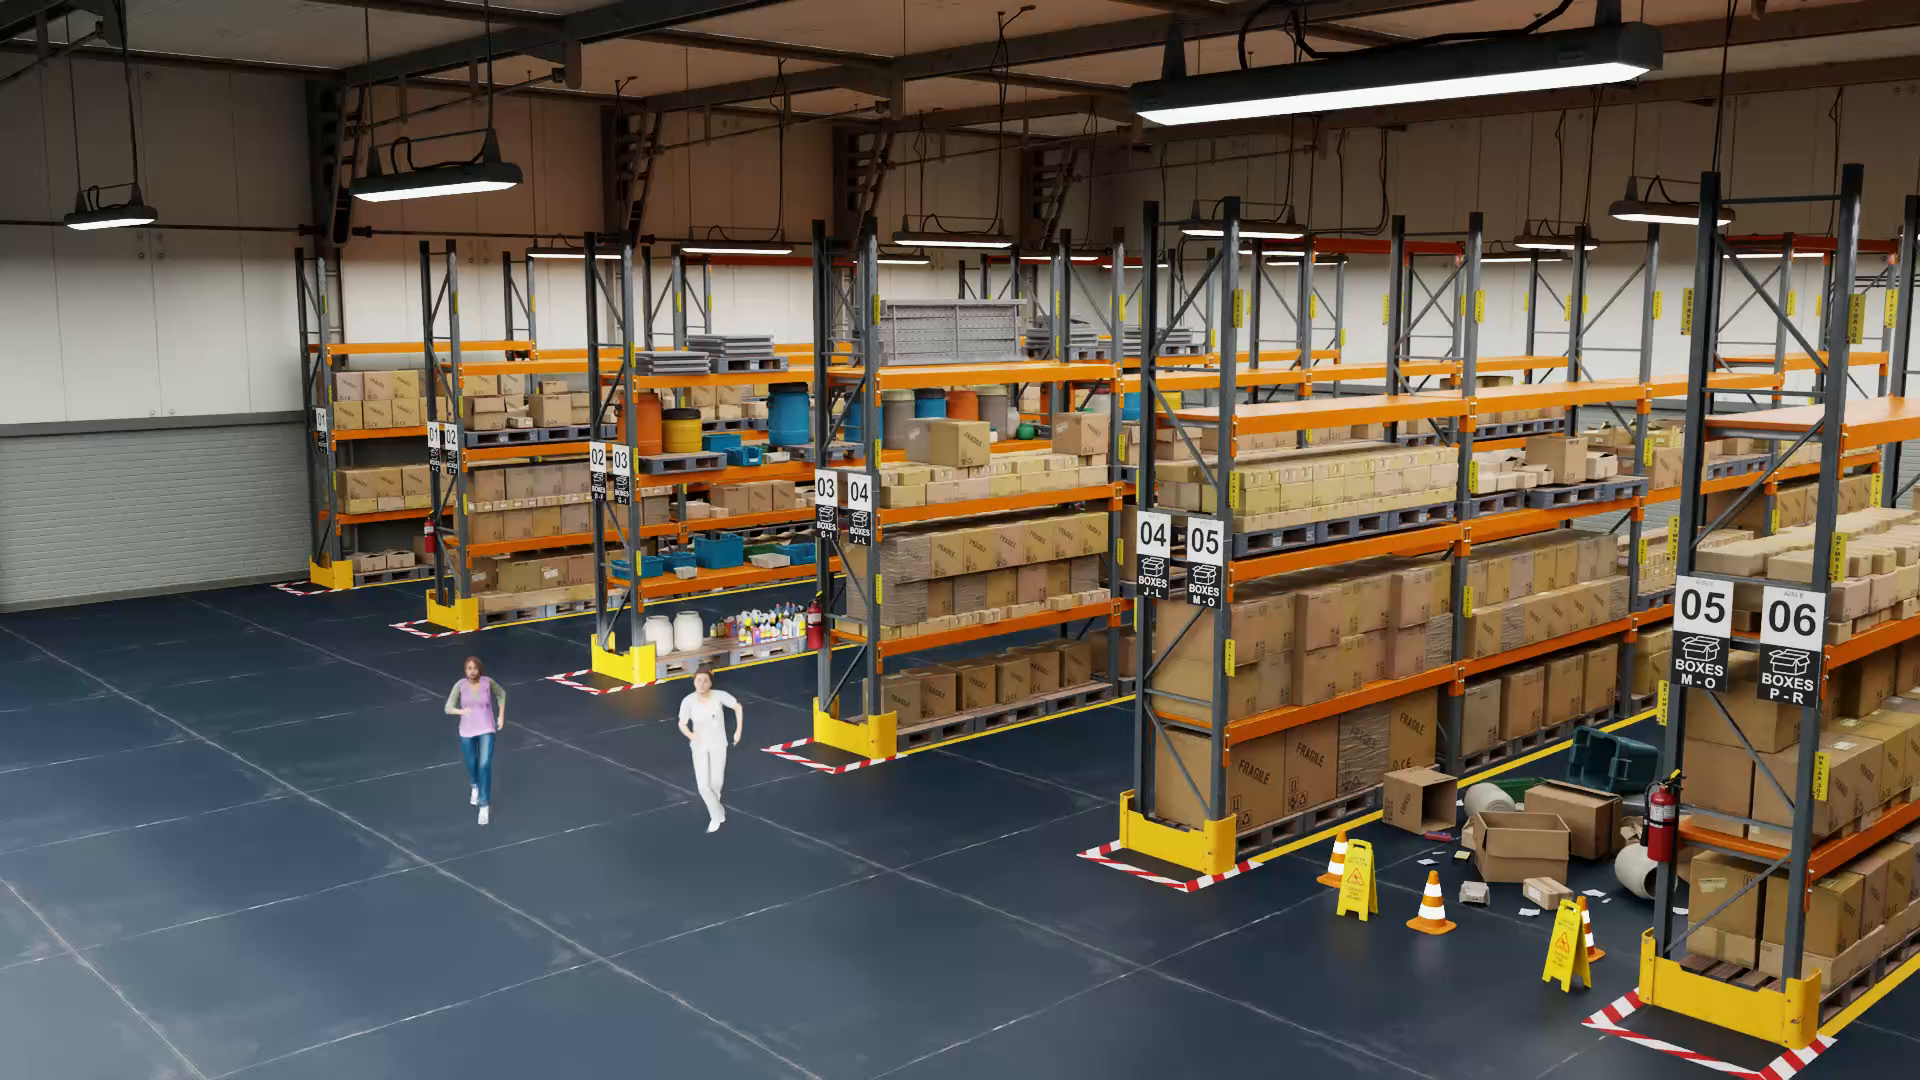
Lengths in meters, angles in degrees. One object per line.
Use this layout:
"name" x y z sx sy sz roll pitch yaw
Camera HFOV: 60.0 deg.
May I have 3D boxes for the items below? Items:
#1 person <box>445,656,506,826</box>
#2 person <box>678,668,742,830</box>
"person" -4.816 1.945 16.567 0.565 1.631 0.778 -2 9 -11
"person" -2.422 2.025 16.147 0.603 1.621 0.637 0 8 -3
